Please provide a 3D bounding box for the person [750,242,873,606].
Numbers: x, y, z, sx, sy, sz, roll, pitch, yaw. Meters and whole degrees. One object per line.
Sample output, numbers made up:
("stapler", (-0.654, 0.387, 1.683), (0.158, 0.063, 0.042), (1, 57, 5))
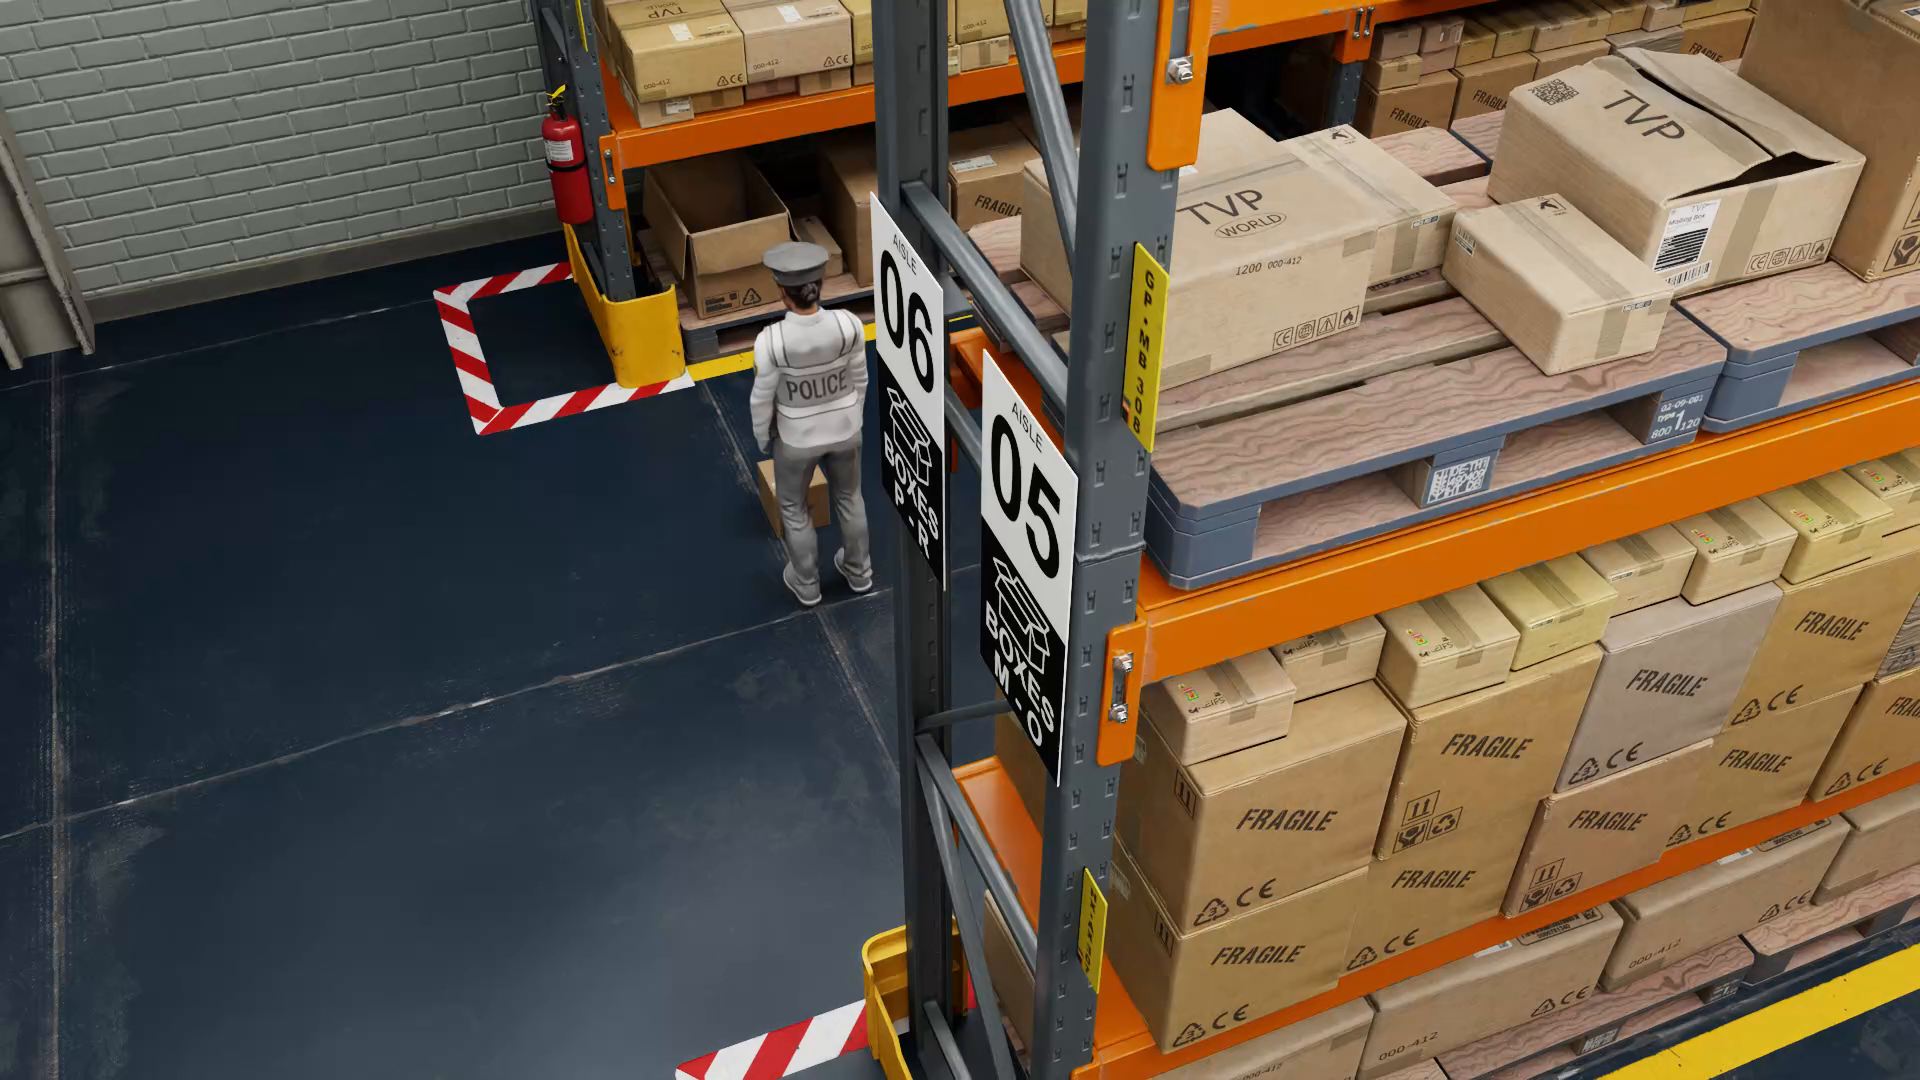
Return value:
("person", (-0.593, -0.426, 6.643), (0.476, 1.659, 0.338), (-15, 44, -16))
